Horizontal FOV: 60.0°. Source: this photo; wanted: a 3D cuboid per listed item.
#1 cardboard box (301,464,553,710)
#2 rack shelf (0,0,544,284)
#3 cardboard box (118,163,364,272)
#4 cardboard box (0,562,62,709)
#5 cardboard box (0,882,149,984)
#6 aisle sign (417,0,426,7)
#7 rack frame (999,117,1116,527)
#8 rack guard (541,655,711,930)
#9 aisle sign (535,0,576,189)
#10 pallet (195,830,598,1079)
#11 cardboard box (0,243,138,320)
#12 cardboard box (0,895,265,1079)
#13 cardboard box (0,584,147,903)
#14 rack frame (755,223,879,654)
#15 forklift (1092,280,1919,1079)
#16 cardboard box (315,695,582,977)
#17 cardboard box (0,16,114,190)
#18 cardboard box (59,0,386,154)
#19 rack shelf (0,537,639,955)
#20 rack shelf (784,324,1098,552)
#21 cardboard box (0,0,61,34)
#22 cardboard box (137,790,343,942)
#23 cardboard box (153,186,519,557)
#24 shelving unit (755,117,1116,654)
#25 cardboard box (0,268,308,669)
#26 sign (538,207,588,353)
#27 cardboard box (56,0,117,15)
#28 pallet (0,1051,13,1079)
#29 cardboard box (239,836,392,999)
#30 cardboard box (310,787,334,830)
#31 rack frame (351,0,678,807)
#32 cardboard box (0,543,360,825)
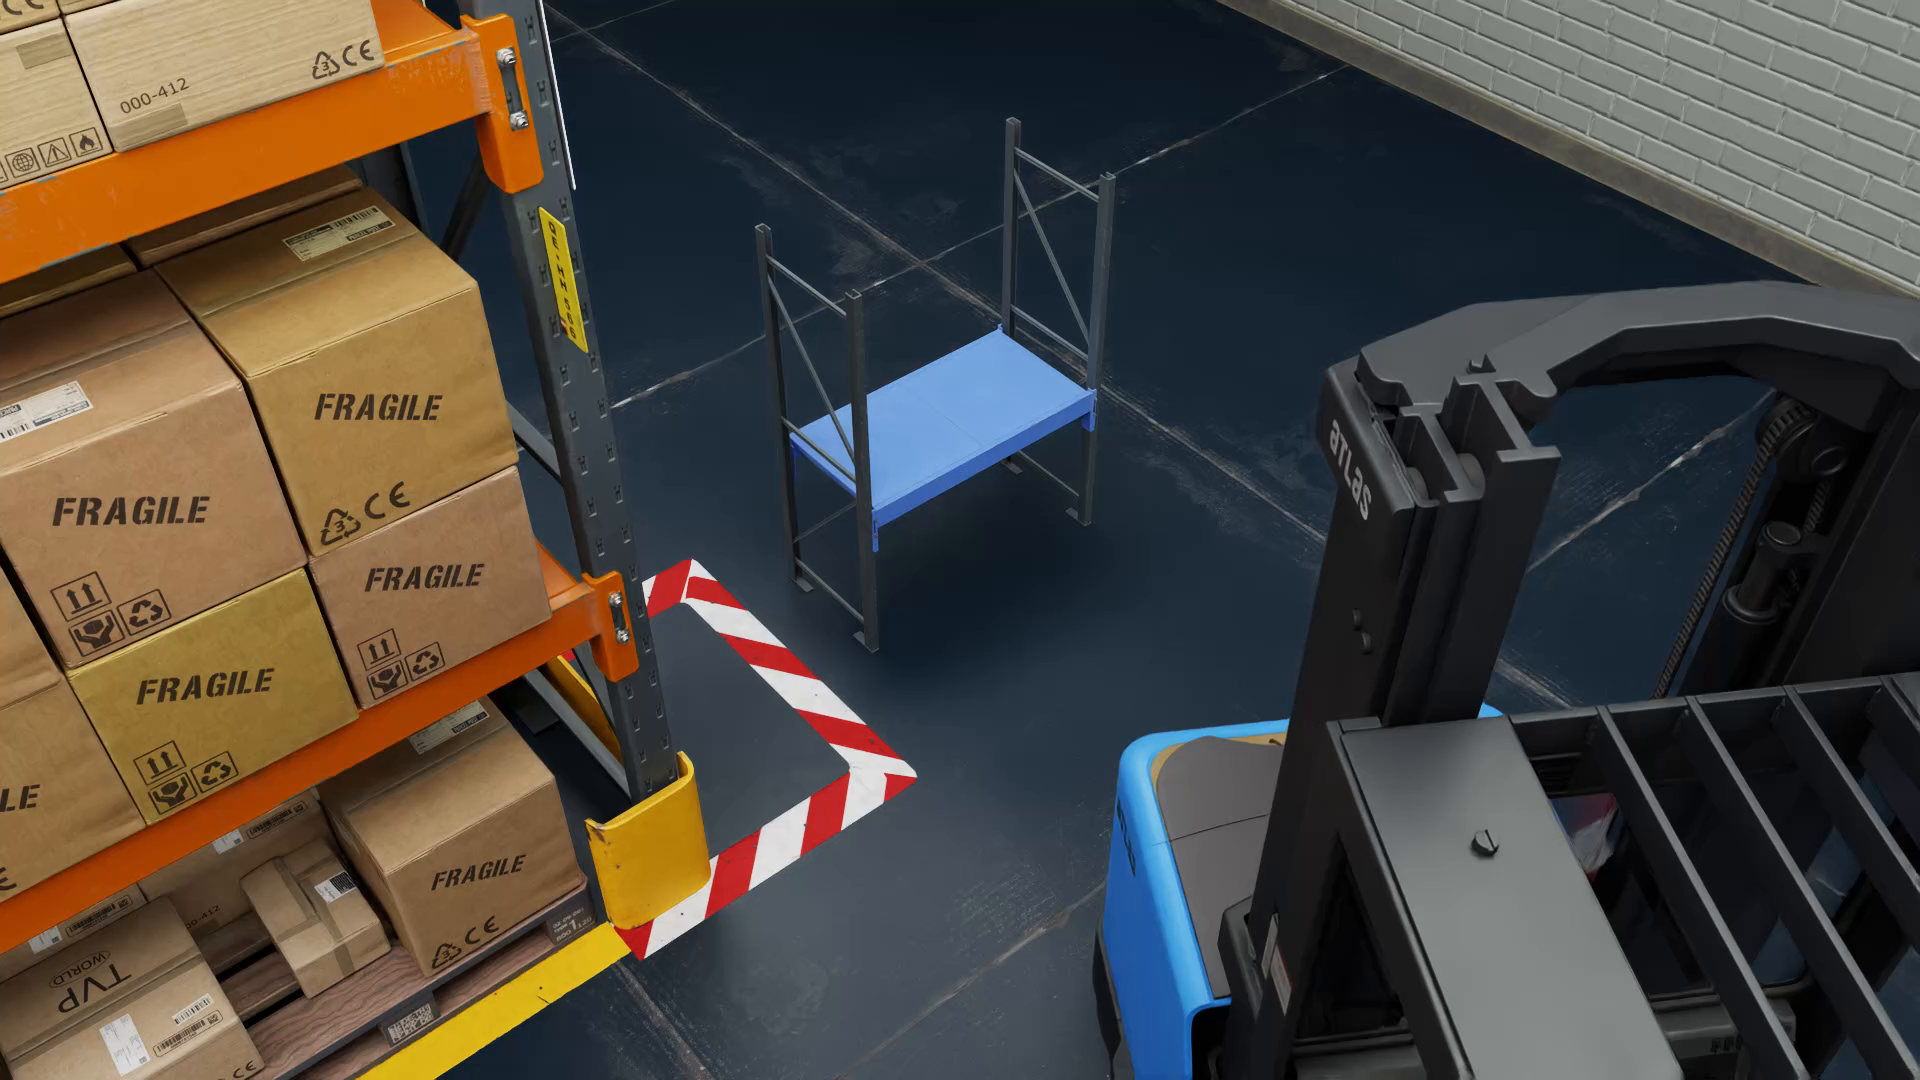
[{"bbox_3d":[-1.361,-0.015,4.001,0.500,0.500,0.500,-28,50,-27],"label":"cardboard box"},{"bbox_3d":[-2.726,-0.271,2.681,4.000,0.370,1.077,-30,51,-28],"label":"rack shelf"},{"bbox_3d":[-1.701,-0.662,3.961,0.500,0.500,0.500,-28,50,-27],"label":"cardboard box"},{"bbox_3d":[-2.138,0.074,3.177,0.500,0.500,0.500,-28,50,-27],"label":"cardboard box"},{"bbox_3d":[-2.558,1.053,4.625,0.500,0.250,0.500,-30,51,-28],"label":"cardboard box"},{"bbox_3d":[-1.328,-1.450,3.703,0.004,0.787,0.394,-30,51,-28],"label":"aisle sign"},{"bbox_3d":[0.325,-0.733,5.934,0.032,1.500,0.500,-30,51,-28],"label":"rack frame"},{"bbox_3d":[-1.250,0.627,5.217,0.348,0.500,1.175,-30,51,-28],"label":"rack guard"},{"bbox_3d":[-0.943,-1.135,3.368,0.004,0.787,0.394,-30,51,-28],"label":"aisle sign"},{"bbox_3d":[-1.861,1.083,4.943,1.213,0.211,1.003,-30,51,-28],"label":"pallet"},{"bbox_3d":[-2.097,-0.429,3.712,0.500,0.500,0.500,-29,51,-27],"label":"cardboard box"},{"bbox_3d":[-2.199,1.294,4.368,0.500,0.250,0.500,-30,51,-28],"label":"cardboard box"},{"bbox_3d":[-2.143,0.431,3.527,0.500,0.500,0.500,-29,51,-28],"label":"cardboard box"},{"bbox_3d":[-0.455,-0.286,5.459,0.032,1.500,0.500,-30,51,-28],"label":"rack frame"},{"bbox_3d":[1.092,1.162,2.872,1.130,2.935,3.031,-5,43,-6],"label":"forklift"},{"bbox_3d":[-1.451,0.801,4.710,0.500,0.500,0.500,-30,51,-28],"label":"cardboard box"},{"bbox_3d":[-1.807,-0.779,2.806,0.500,0.250,0.500,-30,51,-28],"label":"cardboard box"},{"bbox_3d":[-1.417,-0.992,3.034,0.500,0.250,0.500,-30,51,-28],"label":"cardboard box"},{"bbox_3d":[-2.726,0.823,3.708,4.000,0.370,1.077,-30,51,-28],"label":"rack shelf"},{"bbox_3d":[-0.065,-0.378,5.820,1.000,0.185,0.538,-30,51,-28],"label":"rack shelf"},{"bbox_3d":[-1.806,-0.959,2.634,0.500,0.250,0.500,-30,51,-28],"label":"cardboard box"},{"bbox_3d":[-2.174,0.834,4.858,0.500,0.250,0.500,-30,51,-28],"label":"cardboard box"},{"bbox_3d":[-1.357,-0.379,3.659,0.500,0.500,0.500,-30,51,-28],"label":"cardboard box"},{"bbox_3d":[-0.065,-0.509,5.697,1.048,1.500,0.538,-30,51,-28],"label":"shelving unit"},{"bbox_3d":[-1.744,-0.156,3.422,0.500,0.500,0.500,-28,50,-27],"label":"cardboard box"},{"bbox_3d":[-0.851,-0.555,3.573,0.005,0.325,0.100,-30,51,-28],"label":"sign"},{"bbox_3d":[-1.422,-1.179,2.868,0.500,0.250,0.500,-30,51,-28],"label":"cardboard box"},{"bbox_3d":[-2.796,1.616,4.376,1.213,0.211,1.003,-30,51,-28],"label":"pallet"},{"bbox_3d":[-1.819,1.053,4.686,0.250,0.166,0.380,-30,51,-28],"label":"cardboard box"},{"bbox_3d":[-1.925,0.668,5.096,0.250,0.166,0.380,-30,51,-28],"label":"cardboard box"},{"bbox_3d":[-1.192,-0.318,4.397,0.127,3.000,1.000,-30,51,-28],"label":"rack frame"},{"bbox_3d":[-1.756,0.215,3.757,0.500,0.500,0.500,-29,51,-28],"label":"cardboard box"}]
